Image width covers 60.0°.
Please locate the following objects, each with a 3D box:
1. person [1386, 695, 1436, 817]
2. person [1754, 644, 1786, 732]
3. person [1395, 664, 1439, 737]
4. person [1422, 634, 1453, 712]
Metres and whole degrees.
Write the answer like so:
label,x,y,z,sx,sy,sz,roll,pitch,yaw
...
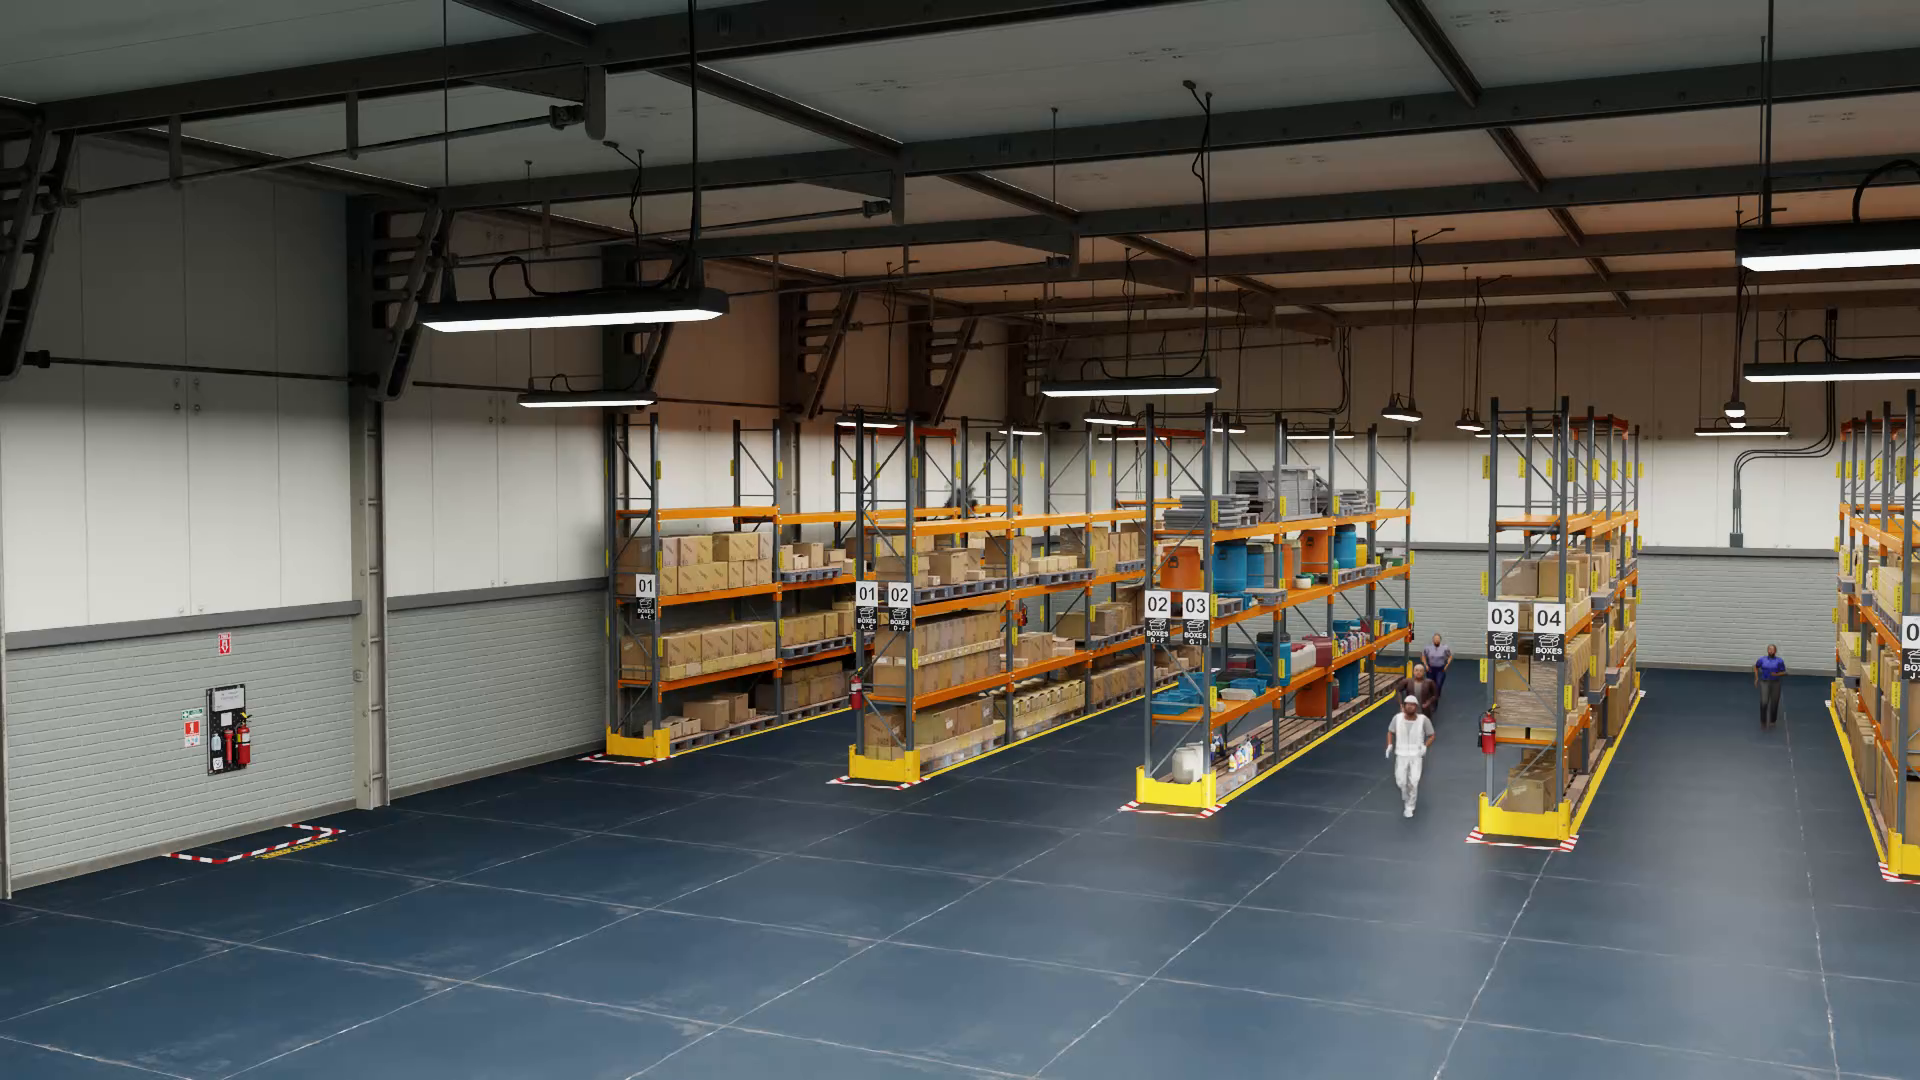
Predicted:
label,x,y,z,sx,sy,sz,roll,pitch,yaw
person,6.555,3.124,24.191,0.688,1.737,0.599,1,3,23
person,15.527,2.848,31.882,0.543,1.688,0.729,1,3,24
person,7.675,2.951,27.913,0.706,1.736,0.700,1,2,13
person,9.951,2.754,34.702,0.627,1.619,0.642,1,3,20
